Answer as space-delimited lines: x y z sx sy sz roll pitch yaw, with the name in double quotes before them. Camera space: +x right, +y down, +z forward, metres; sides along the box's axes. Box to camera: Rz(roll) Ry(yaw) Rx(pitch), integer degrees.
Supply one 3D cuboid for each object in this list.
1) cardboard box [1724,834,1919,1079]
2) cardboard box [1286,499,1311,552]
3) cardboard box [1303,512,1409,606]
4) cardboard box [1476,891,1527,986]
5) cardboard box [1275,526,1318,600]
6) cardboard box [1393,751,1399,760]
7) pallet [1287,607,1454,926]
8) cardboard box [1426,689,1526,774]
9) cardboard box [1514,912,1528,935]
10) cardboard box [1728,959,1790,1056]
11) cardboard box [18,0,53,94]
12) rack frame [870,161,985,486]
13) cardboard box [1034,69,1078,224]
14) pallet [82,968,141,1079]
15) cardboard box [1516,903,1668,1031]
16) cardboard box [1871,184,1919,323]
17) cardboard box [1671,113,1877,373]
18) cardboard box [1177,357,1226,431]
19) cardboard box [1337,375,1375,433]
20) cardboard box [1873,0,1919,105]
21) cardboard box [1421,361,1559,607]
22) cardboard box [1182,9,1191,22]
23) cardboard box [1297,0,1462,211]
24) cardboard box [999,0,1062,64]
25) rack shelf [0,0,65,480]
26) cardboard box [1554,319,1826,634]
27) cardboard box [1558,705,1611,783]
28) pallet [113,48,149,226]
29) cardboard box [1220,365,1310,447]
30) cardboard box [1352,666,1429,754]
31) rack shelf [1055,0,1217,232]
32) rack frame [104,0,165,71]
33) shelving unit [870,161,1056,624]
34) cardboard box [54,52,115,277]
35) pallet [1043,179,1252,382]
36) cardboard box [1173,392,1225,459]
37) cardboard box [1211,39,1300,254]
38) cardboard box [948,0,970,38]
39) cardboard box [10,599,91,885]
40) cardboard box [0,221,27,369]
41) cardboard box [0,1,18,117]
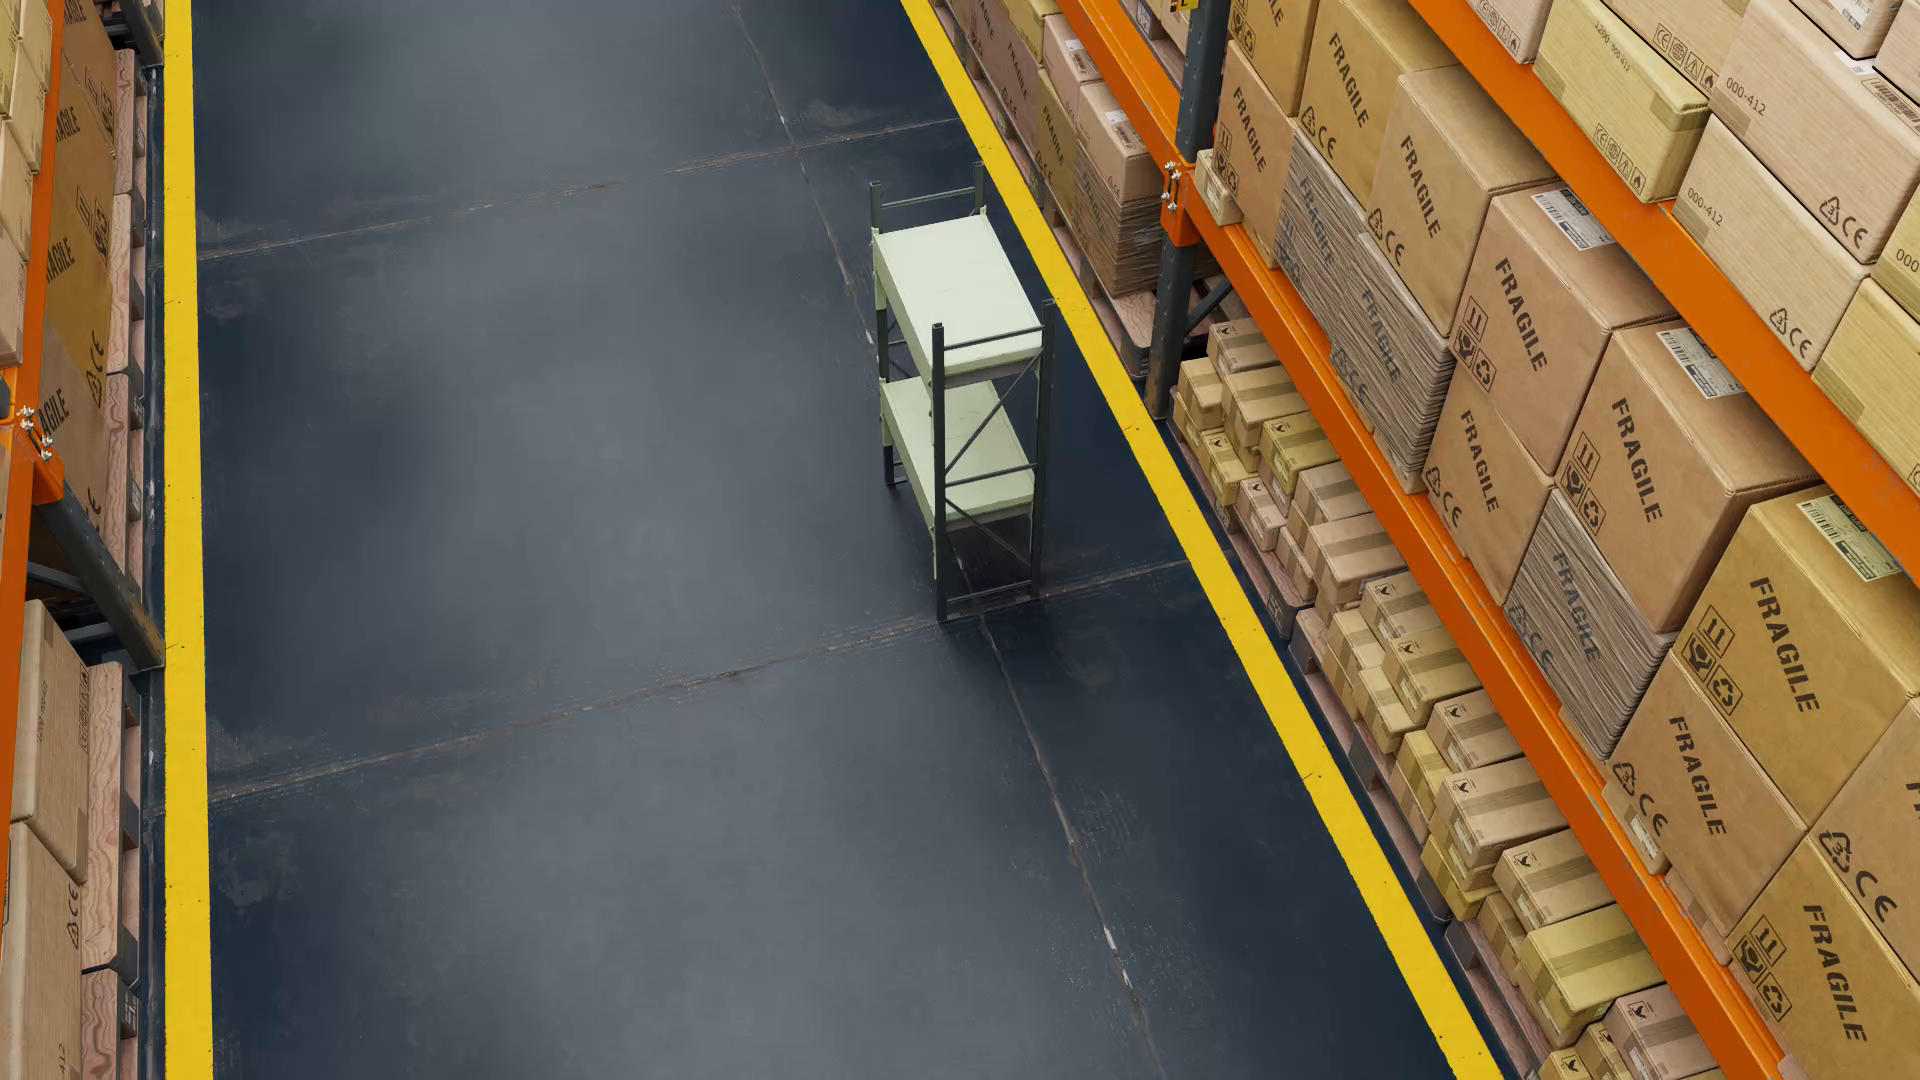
"cardboard box" 2.075 0.905 3.555 0.500 0.500 0.500 -12 51 -10
"cardboard box" 1.416 -0.061 6.025 0.380 0.149 0.250 -16 52 -13
"cardboard box" 1.417 0.050 5.736 0.380 0.149 0.250 -12 51 -10
"cardboard box" 1.845 1.195 5.160 0.380 0.149 0.250 -13 51 -11
"cardboard box" 1.396 0.042 6.132 0.380 0.149 0.250 -14 51 -12
"cardboard box" 1.645 0.617 5.647 0.380 0.149 0.250 -12 51 -10
"pallet" 1.867 0.656 5.849 1.003 0.211 1.213 -13 51 -11
"cardboard box" 1.717 0.604 5.269 0.380 0.149 0.250 -15 51 -12
"cardboard box" 1.888 1.072 5.070 0.380 0.149 0.250 -14 51 -11
"cardboard box" 2.049 1.020 3.882 0.380 0.149 0.250 -13 51 -11
"cardboard box" -3.736 -1.880 6.261 0.500 0.250 0.500 -14 51 -12
"rack frame" -0.110 -0.756 6.196 0.400 1.500 0.023 -13 51 -11
"cardboard box" 0.660 -1.806 7.461 0.500 0.500 0.500 -14 51 -12
"pallet" -2.914 1.940 4.767 1.003 0.211 1.213 -13 51 -11
"cardboard box" 1.837 1.209 4.759 0.380 0.149 0.250 -14 51 -12
"cardboard box" 1.922 -0.428 2.748 0.500 0.250 0.500 -15 51 -12
"cardboard box" 1.775 -0.624 3.240 0.500 0.250 0.500 -11 51 -9
"cardboard box" 1.072 -0.593 6.473 0.380 0.149 0.250 -11 51 -9
"cardboard box" 1.405 -0.503 5.166 0.380 0.149 0.250 -12 51 -10
"cardboard box" 1.820 -0.838 2.832 0.380 0.149 0.250 -14 51 -12
"cardboard box" 1.631 -0.207 4.492 0.500 0.500 0.500 -11 51 -9
"cardboard box" 0.964 -2.014 5.971 0.380 0.149 0.250 -12 51 -10
"cardboard box" 1.339 -1.309 4.767 0.500 0.500 0.500 -15 51 -12
"cardboard box" 0.500 -2.437 7.502 0.500 0.250 0.500 -15 52 -13
"rack shelf" -4.020 -1.654 6.443 1.077 0.370 4.000 -13 51 -11
"cardboard box" 1.768 -0.173 3.809 0.500 0.500 0.500 -11 51 -9
"cardboard box" 1.813 0.460 4.354 0.380 0.149 0.250 -15 52 -13
"pallet" -4.450 -1.855 7.965 1.003 0.211 1.213 -13 51 -11
"cardboard box" 1.199 -0.513 6.211 0.380 0.149 0.250 -11 51 -9
"cardboard box" 1.538 0.529 5.527 0.380 0.149 0.250 -13 51 -11
"rack shelf" 0.679 -2.847 7.448 1.077 0.370 4.000 -13 51 -11
"rack frame" -4.611 -3.346 7.399 1.000 3.000 0.127 -13 51 -11
"shelving unit" -0.002 -0.488 5.970 0.431 1.500 0.755 -13 51 -11
"cardboard box" -4.226 -1.621 7.060 0.875 0.875 0.875 -13 51 -11
"pallet" 1.039 -1.287 7.487 1.003 0.211 1.213 -13 51 -11
"cardboard box" 1.071 -0.496 6.586 0.380 0.149 0.250 -15 52 -13
"cardboard box" 1.176 -1.327 5.437 0.500 0.500 0.500 -14 51 -12
"cardboard box" 0.205 -2.928 8.407 0.500 0.500 0.500 -13 51 -11
"cardboard box" -3.345 0.748 5.348 0.875 0.438 0.875 -14 51 -12
"cardboard box" -3.306 -0.758 5.315 0.500 0.250 0.500 -14 51 -12
"cardboard box" -3.594 -1.672 5.758 0.500 0.250 0.500 -13 51 -11
